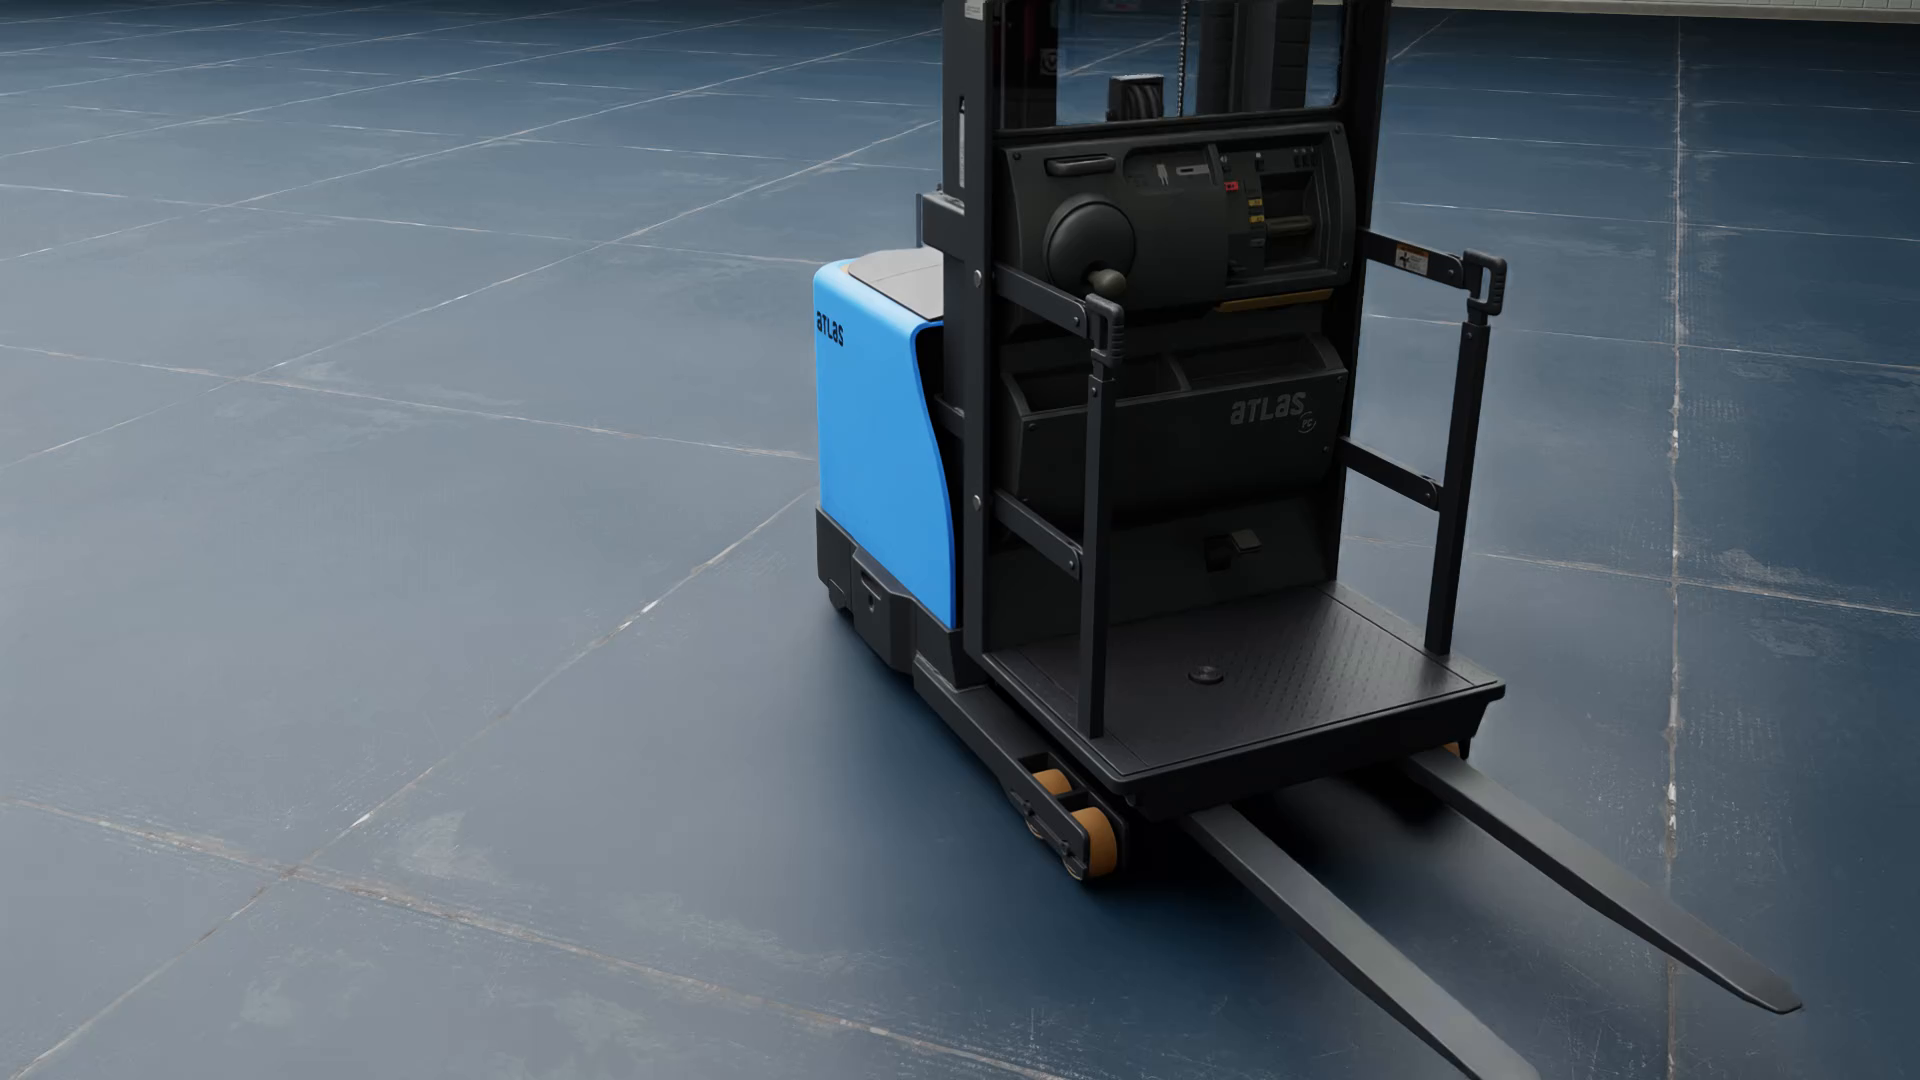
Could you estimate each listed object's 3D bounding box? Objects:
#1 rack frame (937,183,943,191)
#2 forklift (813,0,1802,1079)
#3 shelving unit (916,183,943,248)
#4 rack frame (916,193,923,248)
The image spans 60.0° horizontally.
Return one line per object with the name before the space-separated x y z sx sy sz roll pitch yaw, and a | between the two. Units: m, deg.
rack frame | 0.037 -0.594 5.612 0.240 1.200 0.006 9 24 19
forklift | 0.629 -0.755 3.755 1.130 2.935 3.031 -10 25 -23
shelving unit | 0.004 -0.561 5.533 0.258 1.200 0.189 9 24 19
rack frame | -0.029 -0.527 5.455 0.240 1.200 0.006 9 24 19
